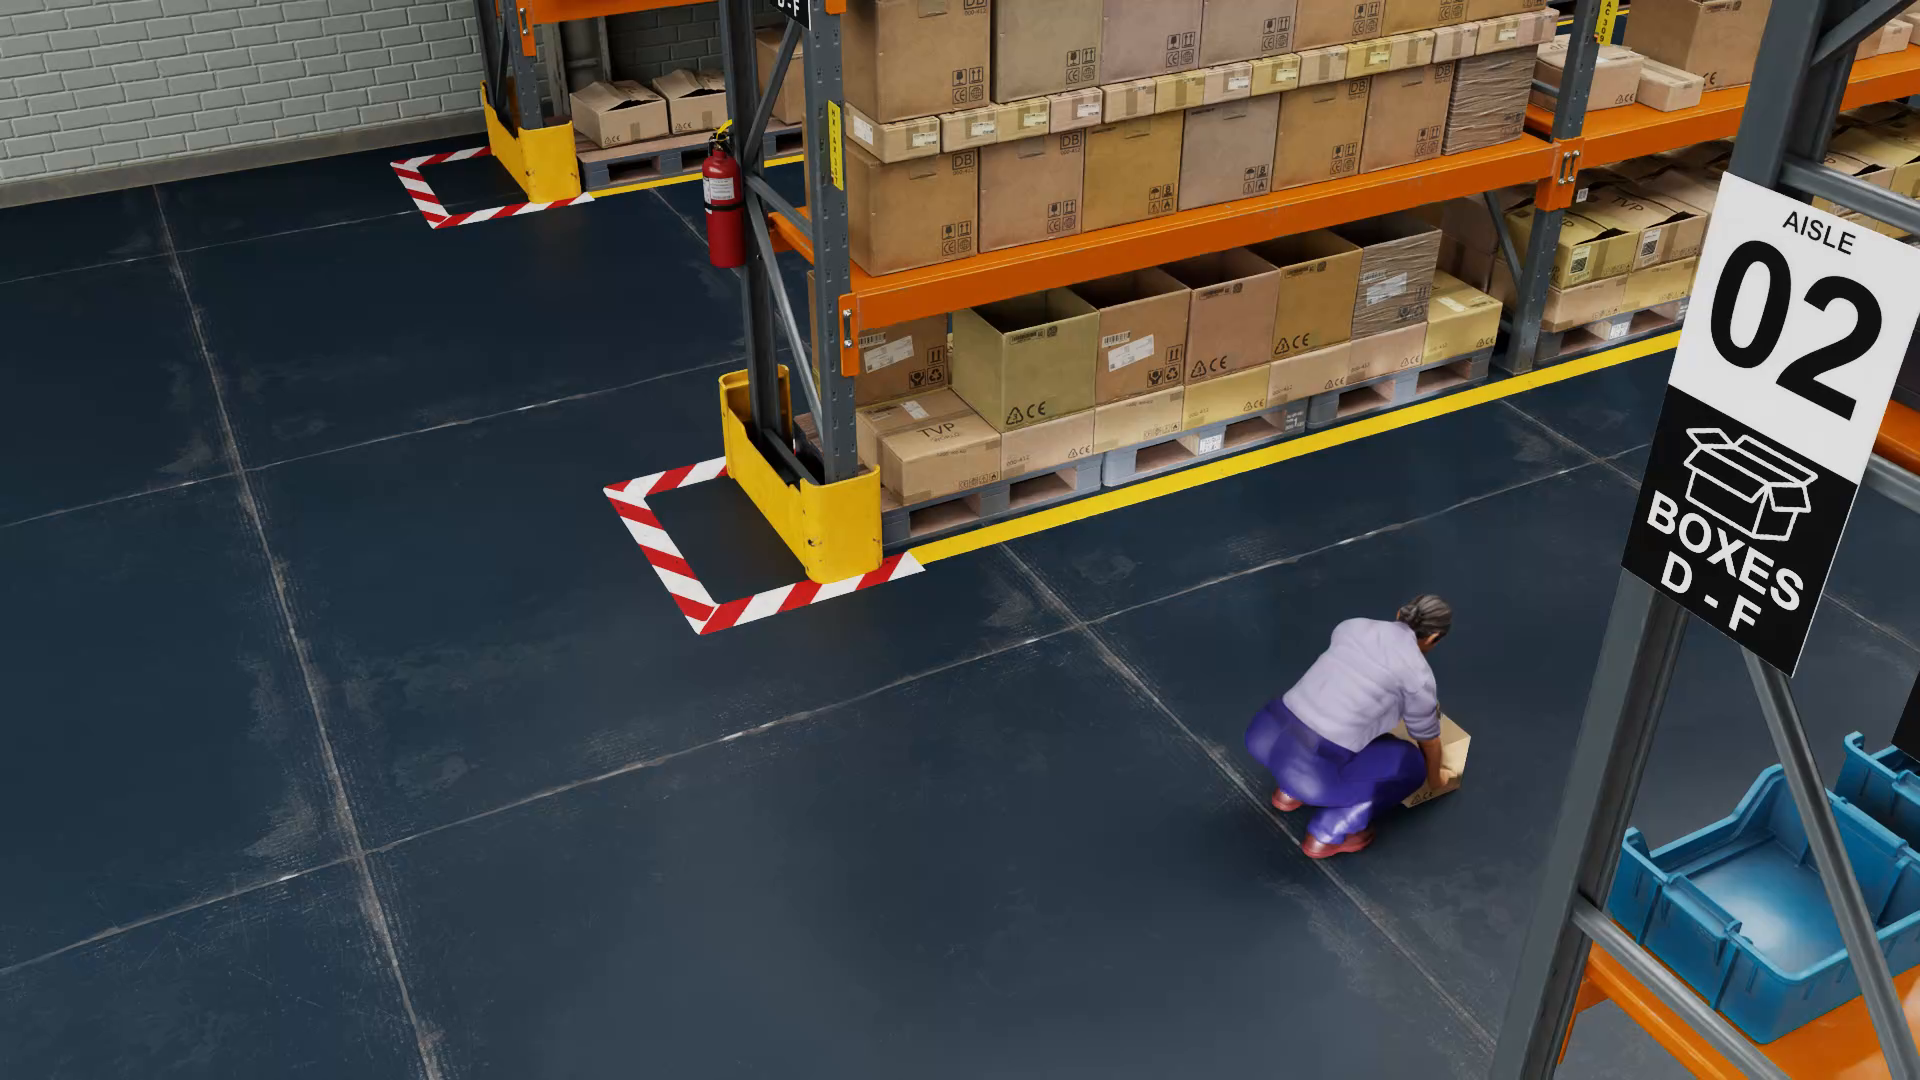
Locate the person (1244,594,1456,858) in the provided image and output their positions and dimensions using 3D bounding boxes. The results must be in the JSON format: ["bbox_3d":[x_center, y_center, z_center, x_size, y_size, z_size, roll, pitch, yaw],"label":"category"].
[{"bbox_3d":[1.407,0.653,5.921,0.822,0.822,0.520,-16,36,-23],"label":"person"}]
